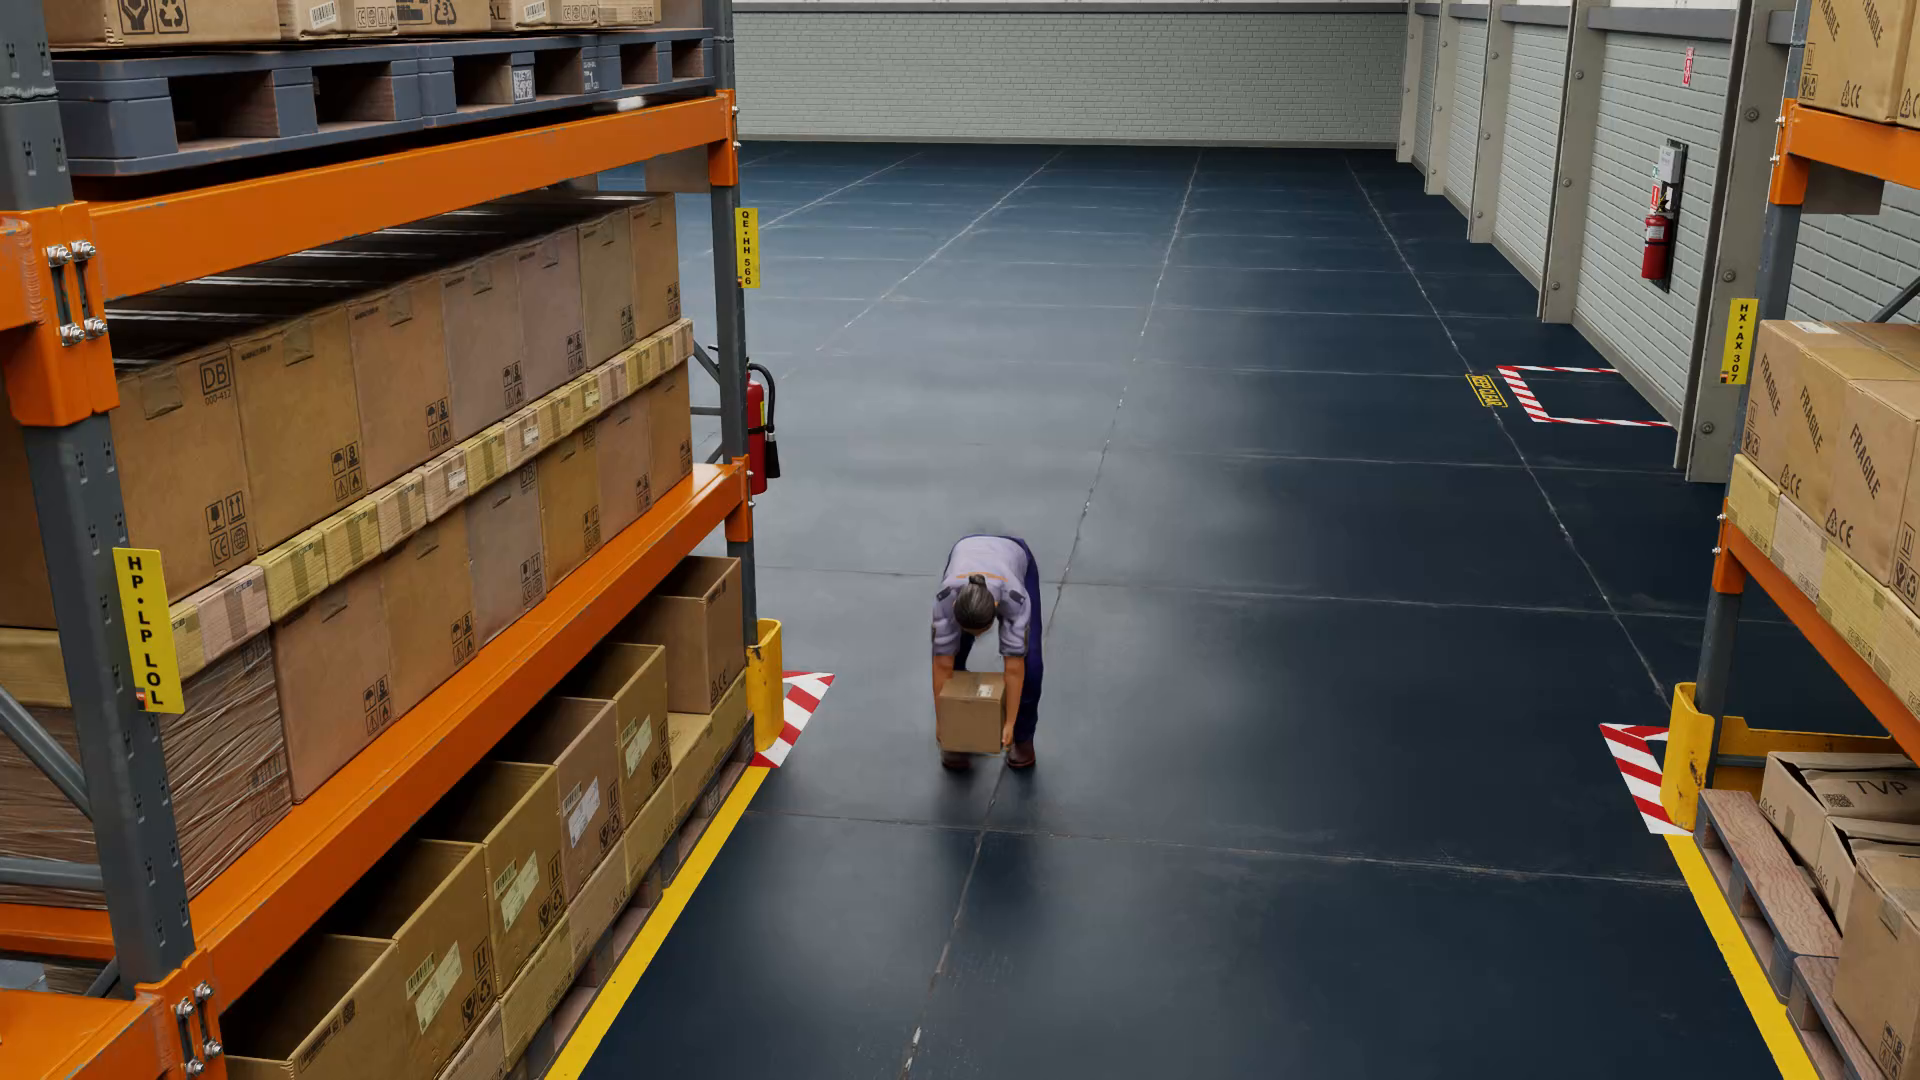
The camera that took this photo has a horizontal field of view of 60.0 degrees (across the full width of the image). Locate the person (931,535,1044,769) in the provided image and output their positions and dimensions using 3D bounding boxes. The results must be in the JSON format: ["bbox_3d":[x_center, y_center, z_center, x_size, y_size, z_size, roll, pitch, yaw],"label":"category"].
[{"bbox_3d":[0.108,0.527,7.005,0.476,1.004,0.910,2,18,7],"label":"person"}]
